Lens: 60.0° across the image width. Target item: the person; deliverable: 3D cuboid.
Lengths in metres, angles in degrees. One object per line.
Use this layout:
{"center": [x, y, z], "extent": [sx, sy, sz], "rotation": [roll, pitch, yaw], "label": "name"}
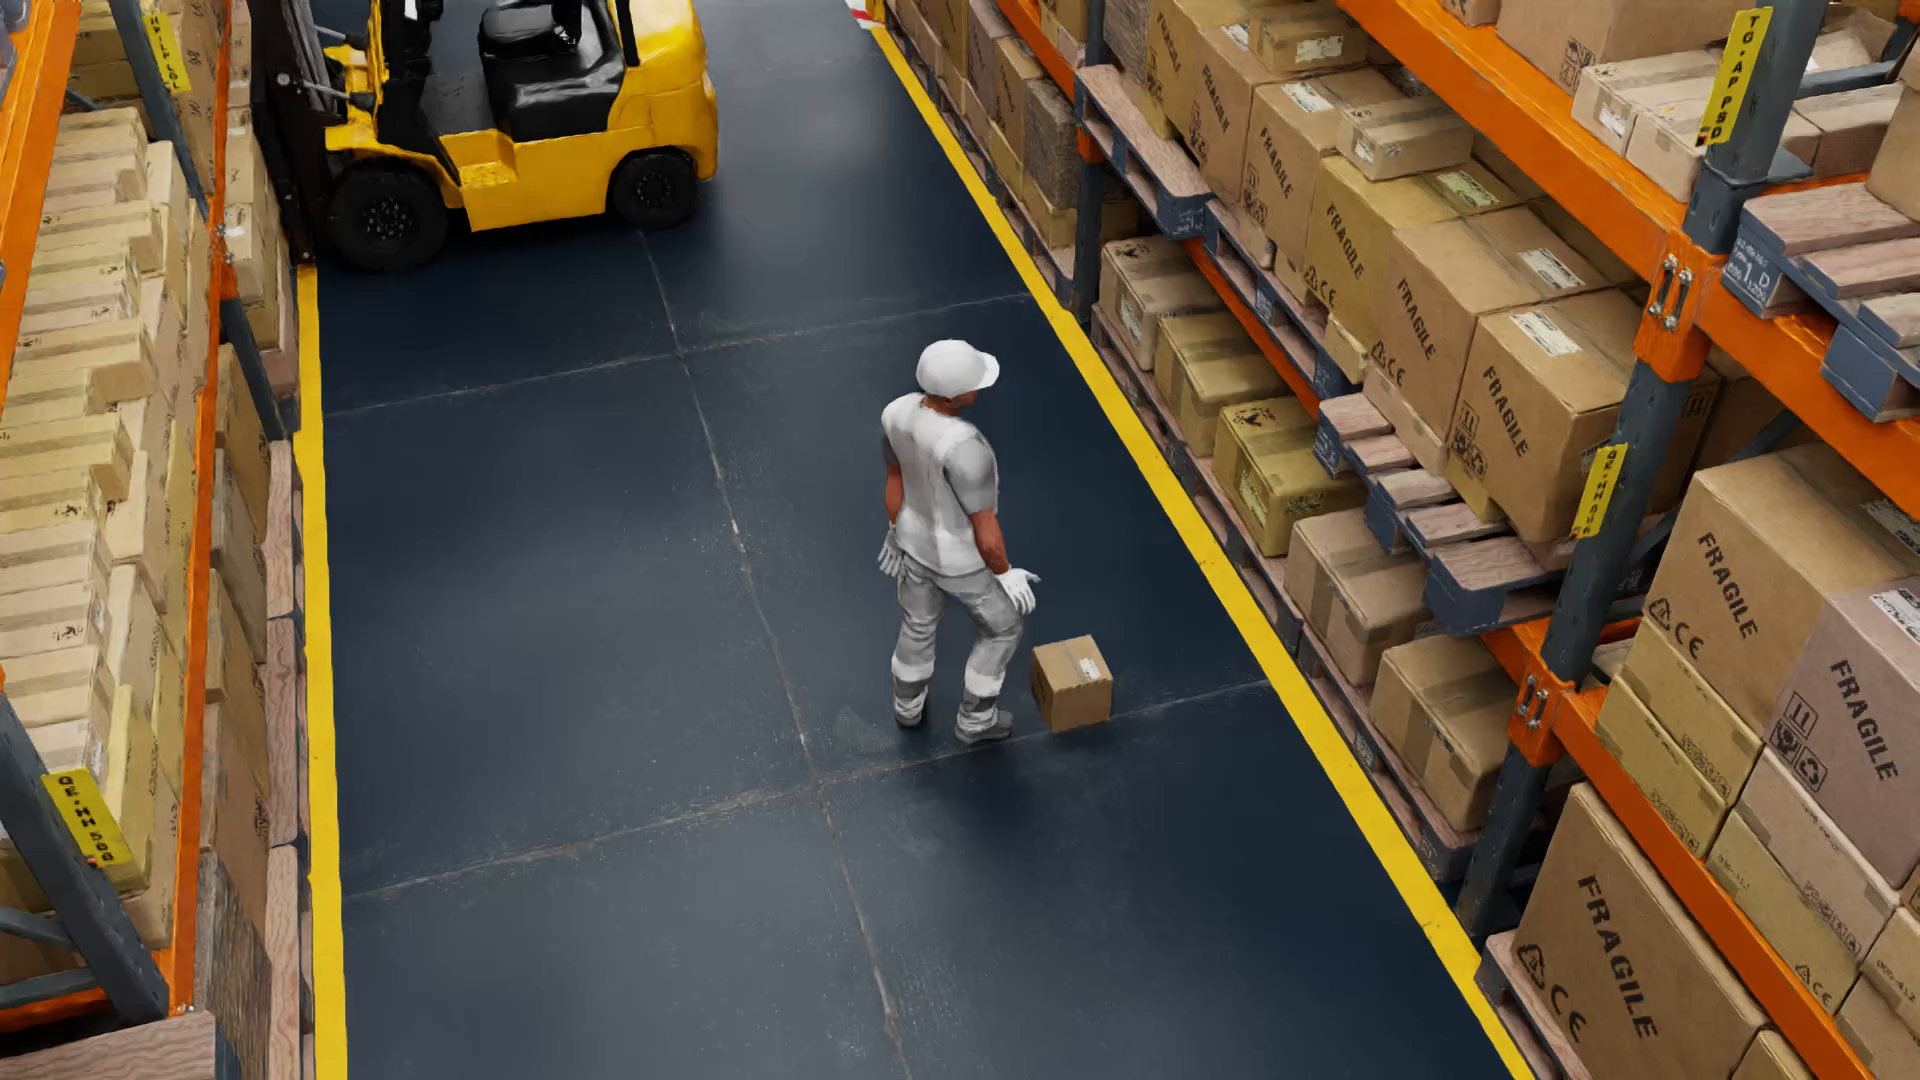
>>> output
{"center": [-0.017, 0.062, 6.038], "extent": [0.379, 1.804, 0.671], "rotation": [-32, 51, -30], "label": "person"}
